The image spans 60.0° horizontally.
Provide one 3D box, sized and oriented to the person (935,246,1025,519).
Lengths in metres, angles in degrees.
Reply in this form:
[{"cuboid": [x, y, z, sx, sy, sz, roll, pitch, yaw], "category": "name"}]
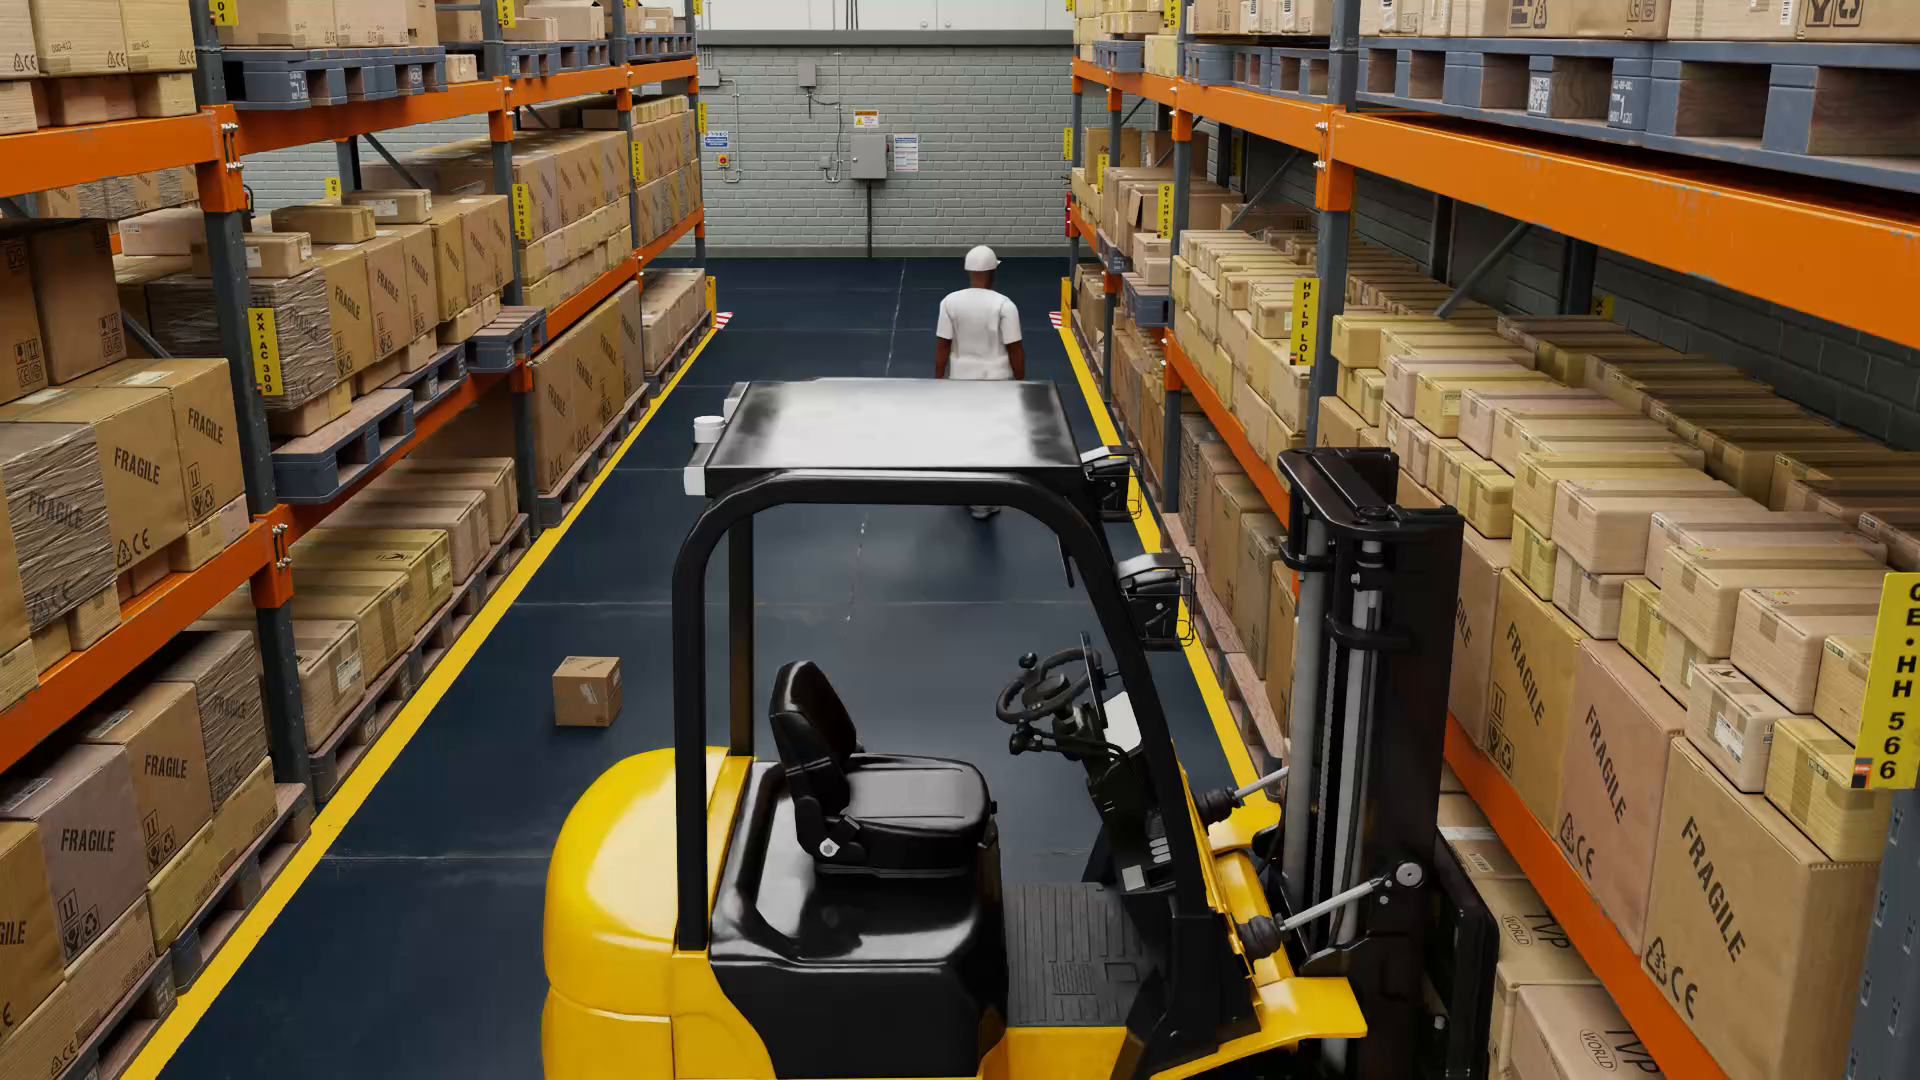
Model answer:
[{"cuboid": [0.199, -1.075, 10.984, 0.581, 1.753, 0.720, 7, 19, 23], "category": "person"}]
